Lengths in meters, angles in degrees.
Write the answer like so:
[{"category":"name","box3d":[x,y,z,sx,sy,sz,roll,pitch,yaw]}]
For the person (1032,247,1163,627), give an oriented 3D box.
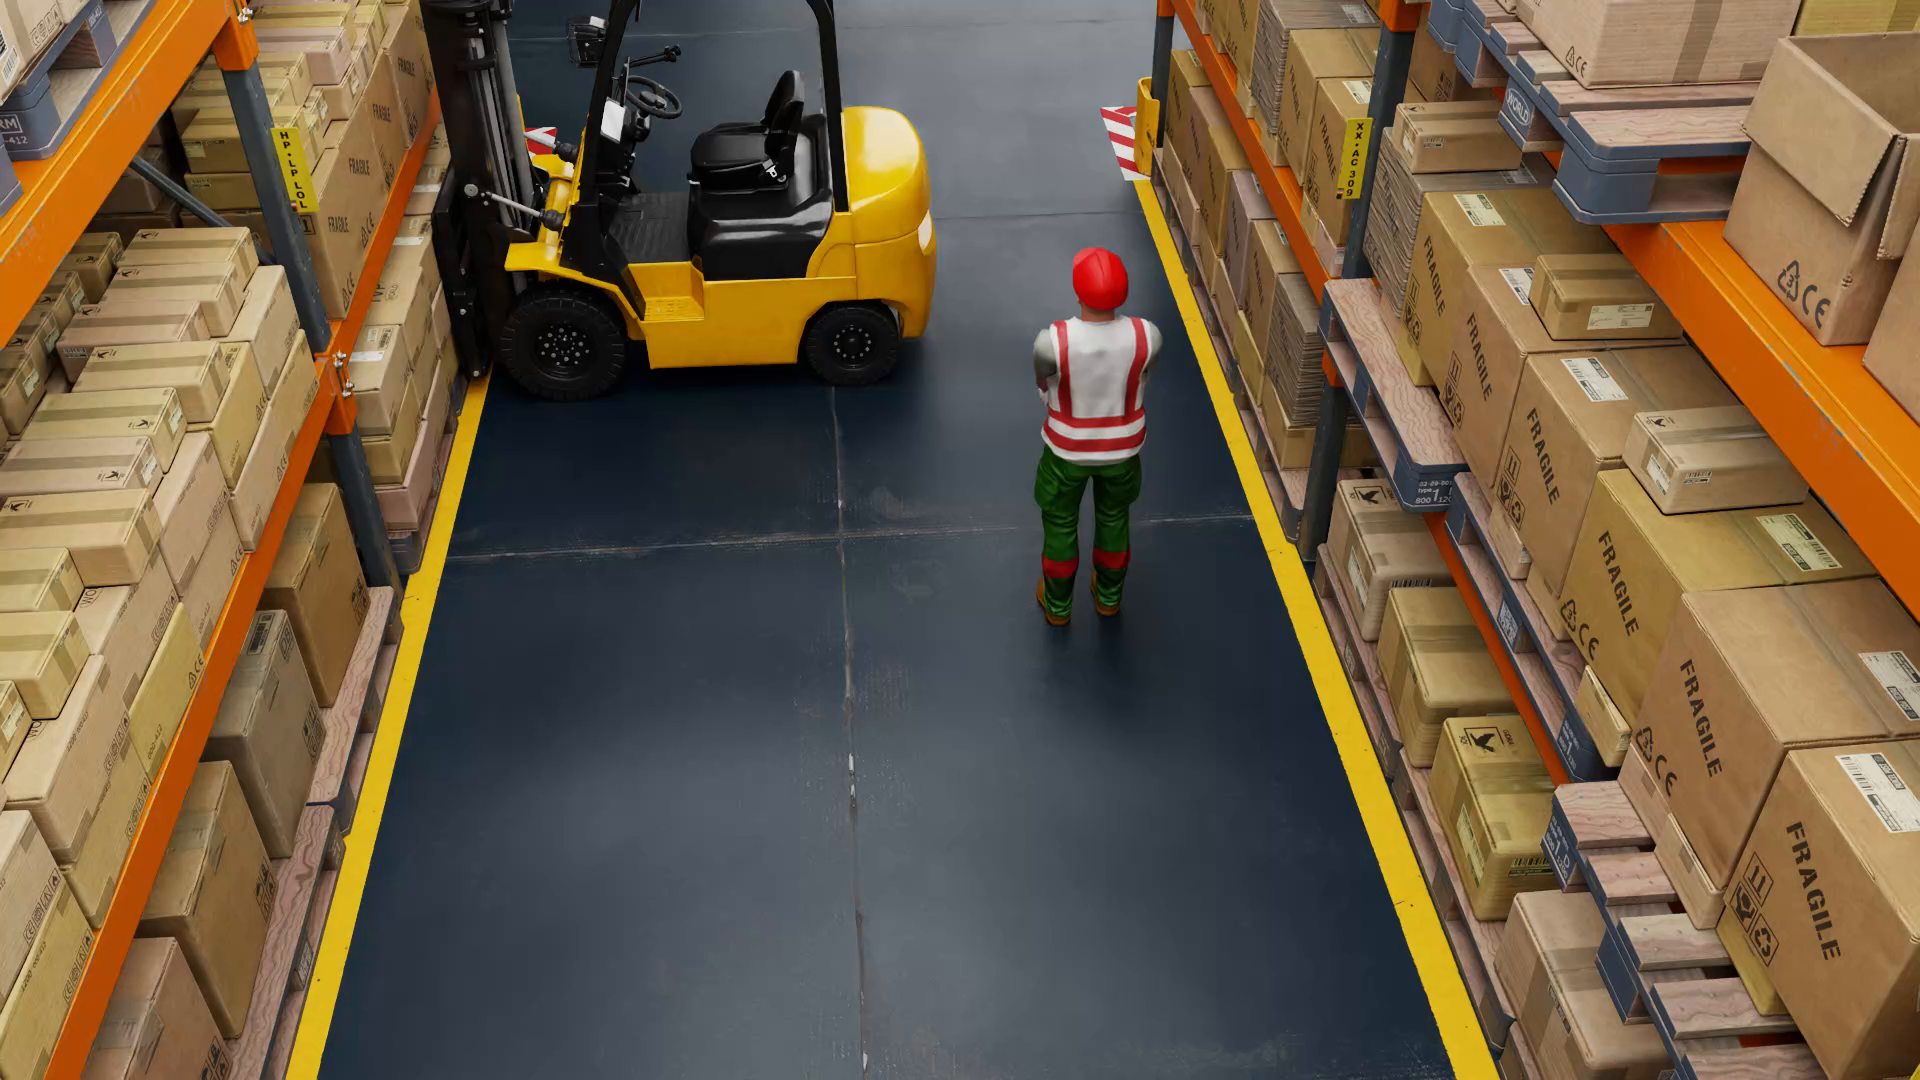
[{"category":"person","box3d":[0.511,-0.443,6.690,0.497,1.785,0.561,-3,39,-4]}]
